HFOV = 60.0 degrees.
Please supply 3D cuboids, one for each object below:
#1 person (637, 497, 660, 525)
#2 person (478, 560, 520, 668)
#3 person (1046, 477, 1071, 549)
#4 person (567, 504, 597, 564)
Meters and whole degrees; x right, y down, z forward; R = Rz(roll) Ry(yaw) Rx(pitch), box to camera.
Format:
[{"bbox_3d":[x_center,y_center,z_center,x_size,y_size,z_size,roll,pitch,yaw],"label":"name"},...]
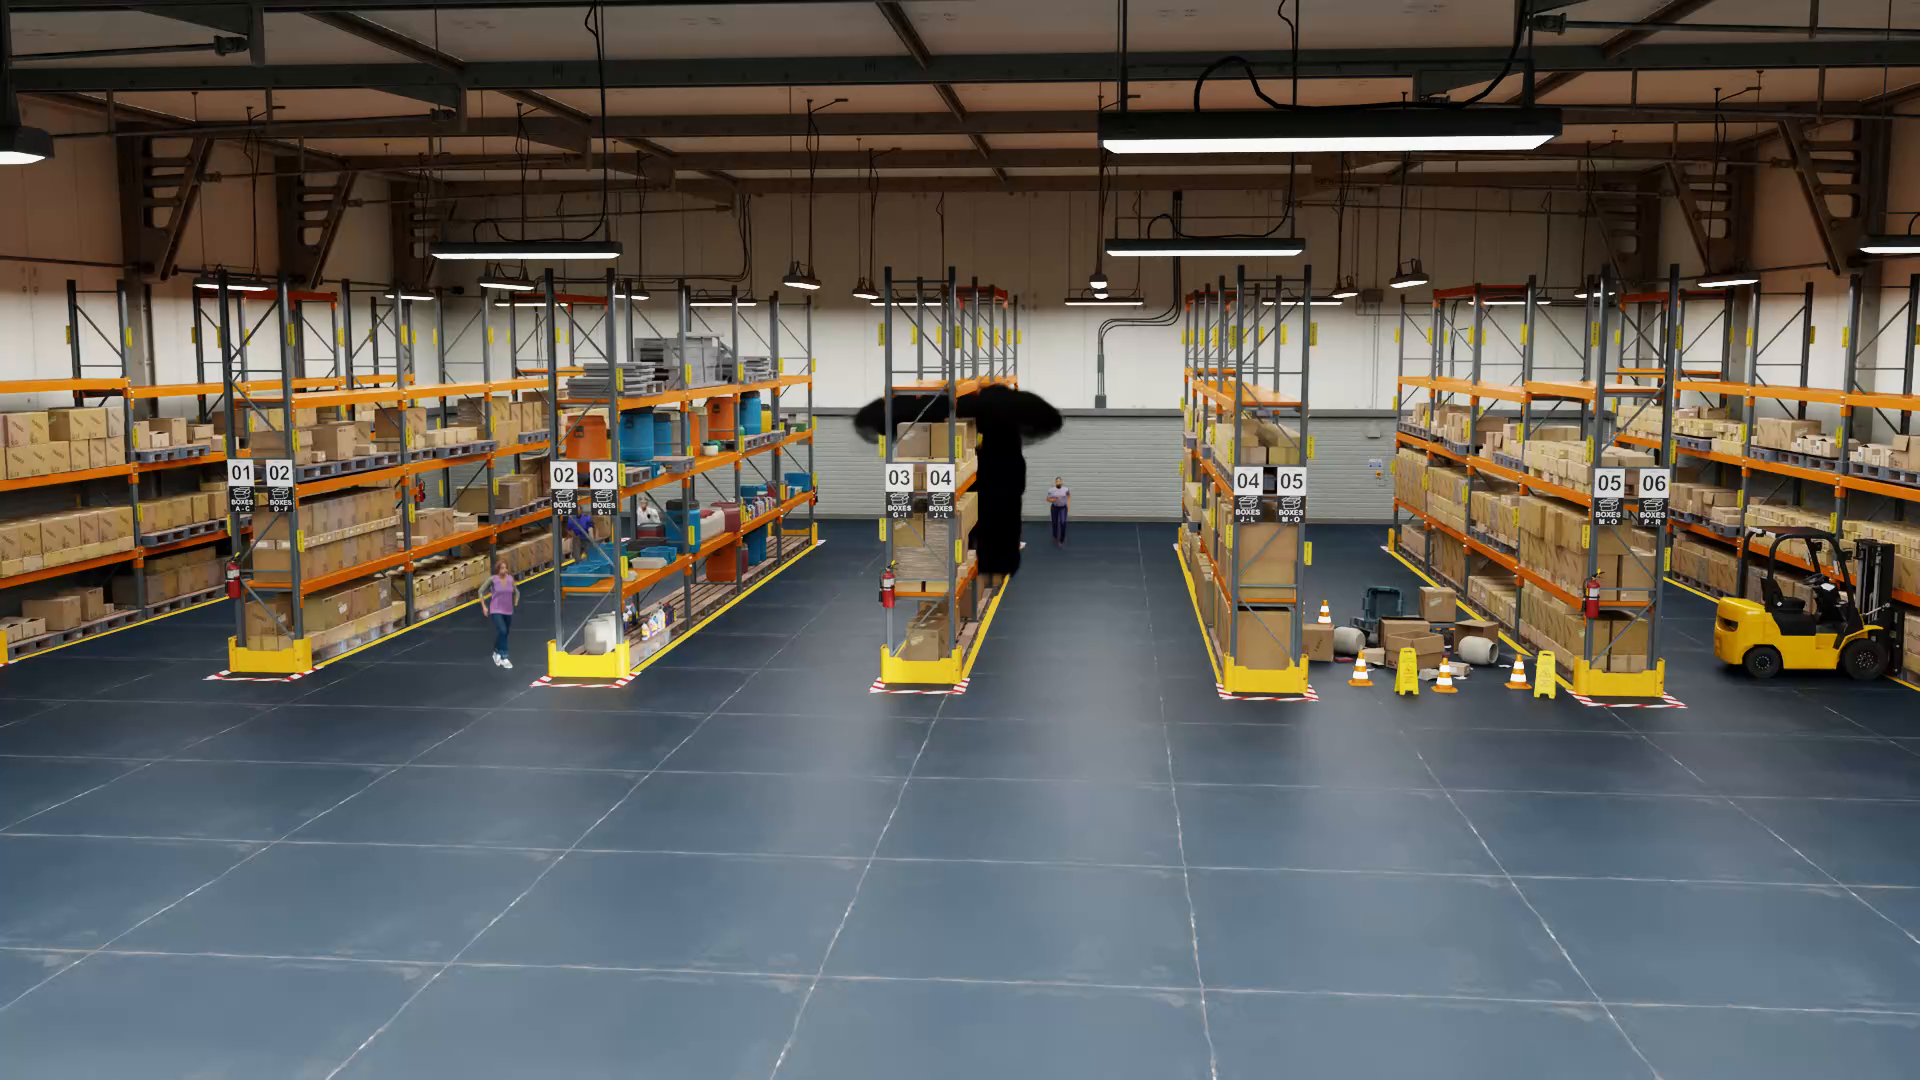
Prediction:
[{"bbox_3d":[-6.531,-0.200,34.665,0.596,1.458,0.633,1,7,8],"label":"person"},{"bbox_3d":[-6.688,1.080,24.178,0.554,1.557,0.767,-5,9,-38],"label":"person"},{"bbox_3d":[2.368,-0.669,40.003,0.582,1.678,0.854,0,7,3],"label":"person"},{"bbox_3d":[-7.410,0.061,32.581,0.568,1.562,0.719,-1,7,-9],"label":"person"}]
